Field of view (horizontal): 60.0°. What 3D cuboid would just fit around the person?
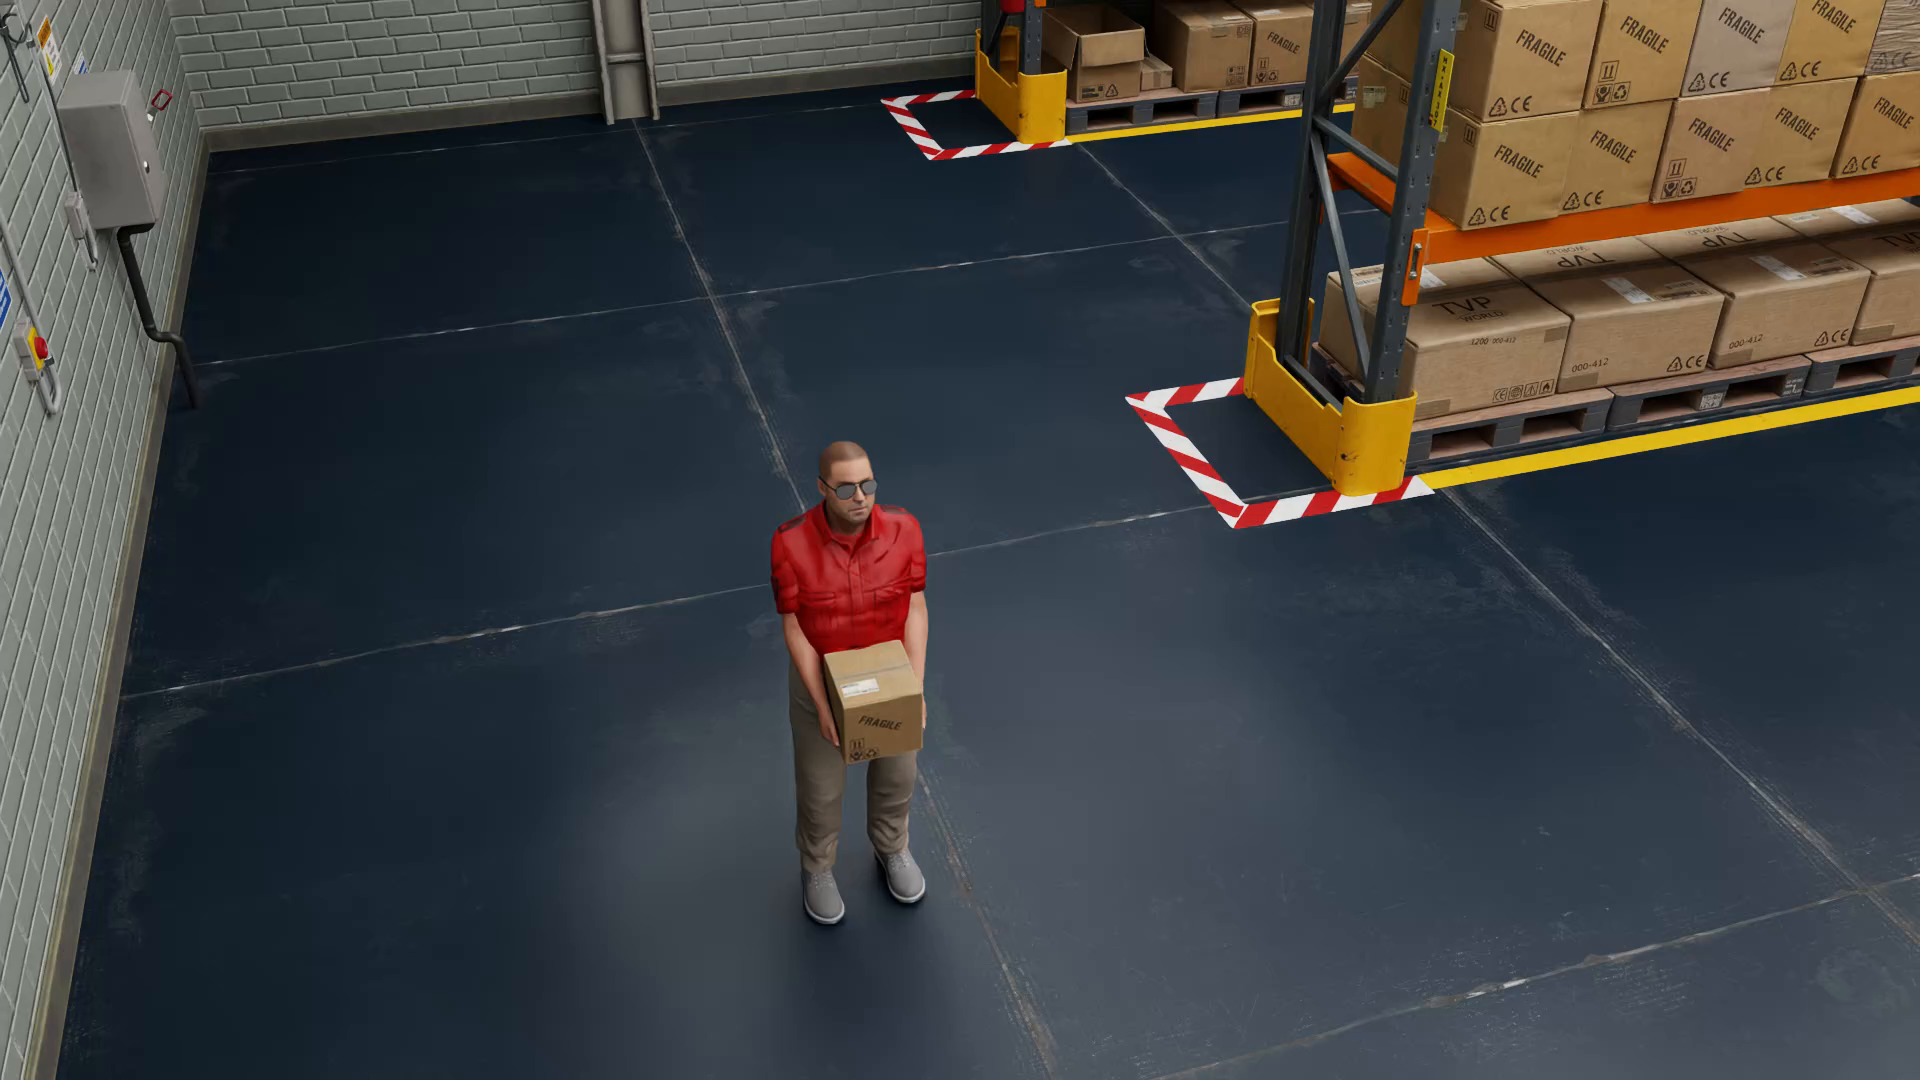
[{"bbox_3d":[-0.311,0.515,5.386,0.501,1.723,0.527,-10,35,-15],"label":"person"}]
